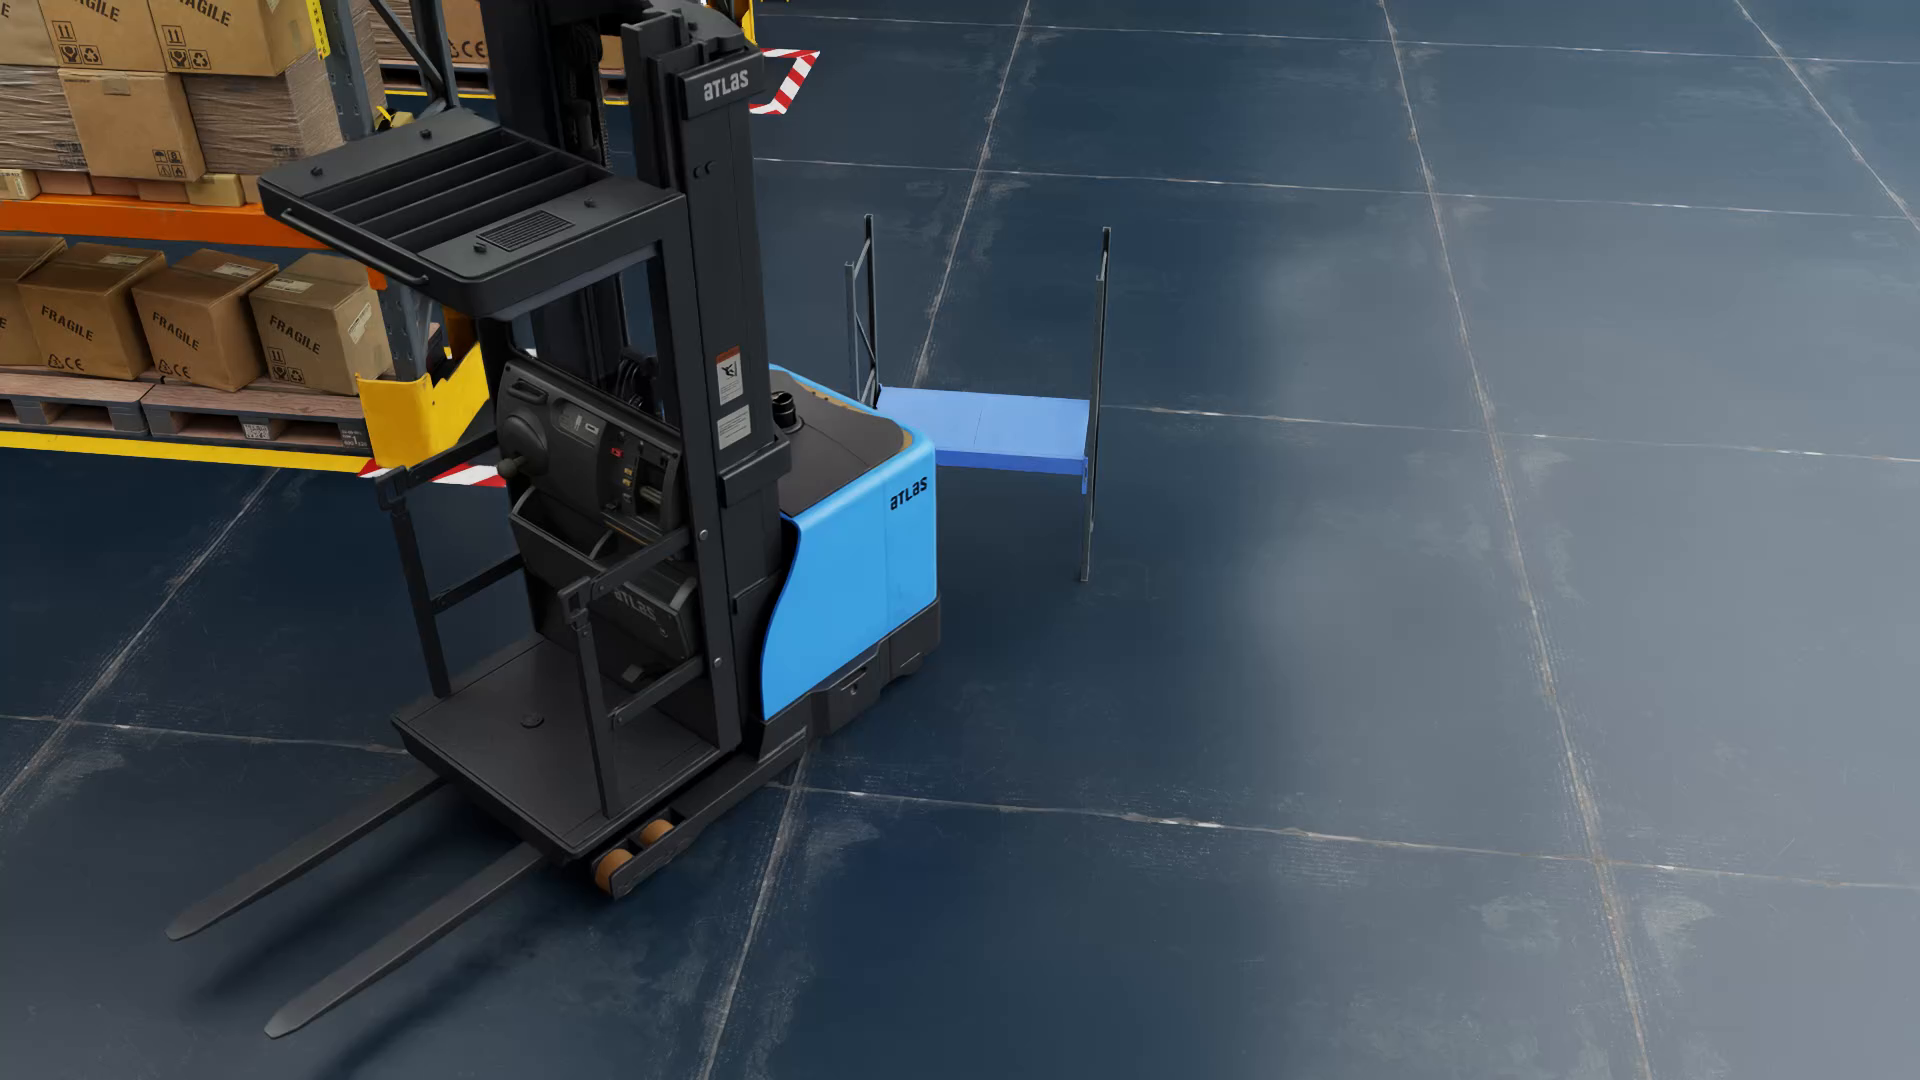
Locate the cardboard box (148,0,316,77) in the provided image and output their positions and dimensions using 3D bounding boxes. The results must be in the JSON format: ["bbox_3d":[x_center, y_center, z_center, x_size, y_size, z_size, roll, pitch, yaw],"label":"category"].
[{"bbox_3d":[-3.177,-2.366,7.281,0.500,0.500,0.500,4,36,6],"label":"cardboard box"}]

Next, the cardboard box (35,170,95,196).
[{"bbox_3d":[-4.151,-1.782,7.881,0.250,0.149,0.380,4,36,6],"label":"cardboard box"}]

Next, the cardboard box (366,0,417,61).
[{"bbox_3d":[-4.326,-4.200,12.521,0.875,0.875,0.875,5,36,6],"label":"cardboard box"}]

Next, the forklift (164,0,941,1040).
[{"bbox_3d":[-1.417,-0.250,5.577,1.130,2.935,3.031,26,43,32],"label":"forklift"}]

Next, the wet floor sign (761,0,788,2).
[{"bbox_3d":[-1.587,-4.930,14.102,0.232,0.644,0.267,-2,36,-2],"label":"wet floor sign"}]

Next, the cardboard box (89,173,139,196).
[{"bbox_3d":[-3.900,-1.777,7.873,0.250,0.149,0.380,4,36,6],"label":"cardboard box"}]

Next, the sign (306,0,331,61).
[{"bbox_3d":[-2.691,-2.181,6.955,0.005,0.325,0.100,4,36,6],"label":"sign"}]

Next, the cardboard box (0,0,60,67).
[{"bbox_3d":[-4.170,-2.438,7.382,0.500,0.500,0.500,4,36,6],"label":"cardboard box"}]

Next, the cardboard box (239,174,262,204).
[{"bbox_3d":[-3.157,-1.718,7.791,0.250,0.149,0.380,4,36,6],"label":"cardboard box"}]

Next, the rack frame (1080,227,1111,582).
[{"bbox_3d":[0.589,-0.567,7.253,0.032,1.500,0.500,4,36,6],"label":"rack frame"}]

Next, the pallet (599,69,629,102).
[{"bbox_3d":[-2.671,-3.629,12.653,1.213,0.211,1.003,4,36,6],"label":"pallet"}]

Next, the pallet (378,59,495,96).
[{"bbox_3d":[-3.878,-3.720,12.781,1.213,0.211,1.003,4,36,6],"label":"pallet"}]

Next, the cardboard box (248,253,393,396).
[{"bbox_3d":[-3.218,-1.109,8.511,0.500,0.500,0.500,11,37,15],"label":"cardboard box"}]

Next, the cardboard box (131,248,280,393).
[{"bbox_3d":[-3.815,-1.133,8.546,0.500,0.500,0.500,14,38,18],"label":"cardboard box"}]

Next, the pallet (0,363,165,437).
[{"bbox_3d":[-4.684,-0.942,8.888,1.213,0.211,1.003,4,36,6],"label":"pallet"}]

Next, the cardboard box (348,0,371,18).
[{"bbox_3d":[-3.111,-2.666,7.700,0.500,0.500,0.500,4,36,6],"label":"cardboard box"}]

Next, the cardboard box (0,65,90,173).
[{"bbox_3d":[-4.144,-2.147,7.834,0.500,0.500,0.875,4,36,6],"label":"cardboard box"}]

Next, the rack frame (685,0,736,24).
[{"bbox_3d":[-1.868,-4.750,11.823,0.127,3.000,1.000,4,36,6],"label":"rack frame"}]

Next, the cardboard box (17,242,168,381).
[{"bbox_3d":[-4.433,-1.190,8.626,0.500,0.500,0.500,7,36,10],"label":"cardboard box"}]

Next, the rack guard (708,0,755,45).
[{"bbox_3d":[-1.844,-3.730,12.547,0.348,0.500,1.175,4,36,6],"label":"rack guard"}]

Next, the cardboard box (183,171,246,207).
[{"bbox_3d":[-3.412,-1.707,7.776,0.250,0.149,0.380,4,36,6],"label":"cardboard box"}]

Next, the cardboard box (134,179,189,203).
[{"bbox_3d":[-3.658,-1.734,7.814,0.250,0.149,0.380,4,36,6],"label":"cardboard box"}]

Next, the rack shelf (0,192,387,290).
[{"bbox_3d":[-4.584,-1.754,8.245,4.000,0.370,1.077,4,36,6],"label":"rack shelf"}]

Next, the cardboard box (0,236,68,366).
[{"bbox_3d":[-4.981,-1.257,8.720,0.500,0.500,0.500,1,36,2],"label":"cardboard box"}]

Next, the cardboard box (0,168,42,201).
[{"bbox_3d":[-4.410,-1.750,7.836,0.250,0.149,0.380,4,36,6],"label":"cardboard box"}]

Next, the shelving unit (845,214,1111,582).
[{"bbox_3d":[0.085,-0.604,7.305,1.048,1.500,0.538,4,36,6],"label":"shelving unit"}]

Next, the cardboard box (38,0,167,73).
[{"bbox_3d":[-3.674,-2.400,7.328,0.500,0.500,0.500,4,36,6],"label":"cardboard box"}]

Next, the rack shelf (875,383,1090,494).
[{"bbox_3d":[0.085,-0.458,7.410,1.000,0.185,0.538,4,36,6],"label":"rack shelf"}]

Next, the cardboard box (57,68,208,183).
[{"bbox_3d":[-3.654,-2.085,7.748,0.500,0.500,0.875,4,36,6],"label":"cardboard box"}]

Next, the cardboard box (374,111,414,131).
[{"bbox_3d":[-2.853,-1.955,8.124,0.250,0.149,0.380,4,36,6],"label":"cardboard box"}]

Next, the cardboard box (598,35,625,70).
[{"bbox_3d":[-2.549,-4.068,12.335,0.875,0.875,0.875,4,36,6],"label":"cardboard box"}]

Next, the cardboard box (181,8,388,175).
[{"bbox_3d":[-3.142,-2.118,7.793,0.500,0.500,0.875,4,36,6],"label":"cardboard box"}]

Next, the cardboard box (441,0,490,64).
[{"bbox_3d":[-3.422,-4.132,12.425,0.875,0.875,0.875,4,36,5],"label":"cardboard box"}]

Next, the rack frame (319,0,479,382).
[{"bbox_3d":[-2.600,-1.899,7.829,0.127,3.000,1.000,4,36,6],"label":"rack frame"}]

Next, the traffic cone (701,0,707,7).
[{"bbox_3d":[-2.214,-4.575,13.761,0.334,0.463,0.336,4,36,6],"label":"traffic cone"}]

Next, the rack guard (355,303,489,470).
[{"bbox_3d":[-2.676,-0.887,8.563,0.348,0.500,1.175,4,36,6],"label":"rack guard"}]

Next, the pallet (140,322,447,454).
[{"bbox_3d":[-3.477,-0.850,8.760,1.213,0.211,1.003,4,36,6],"label":"pallet"}]

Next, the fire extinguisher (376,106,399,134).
[{"bbox_3d":[-2.545,-1.594,7.468,0.183,0.674,0.296,4,36,6],"label":"fire extinguisher"}]

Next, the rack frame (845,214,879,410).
[{"bbox_3d":[-0.420,-0.642,7.358,0.032,1.500,0.500,4,36,6],"label":"rack frame"}]
